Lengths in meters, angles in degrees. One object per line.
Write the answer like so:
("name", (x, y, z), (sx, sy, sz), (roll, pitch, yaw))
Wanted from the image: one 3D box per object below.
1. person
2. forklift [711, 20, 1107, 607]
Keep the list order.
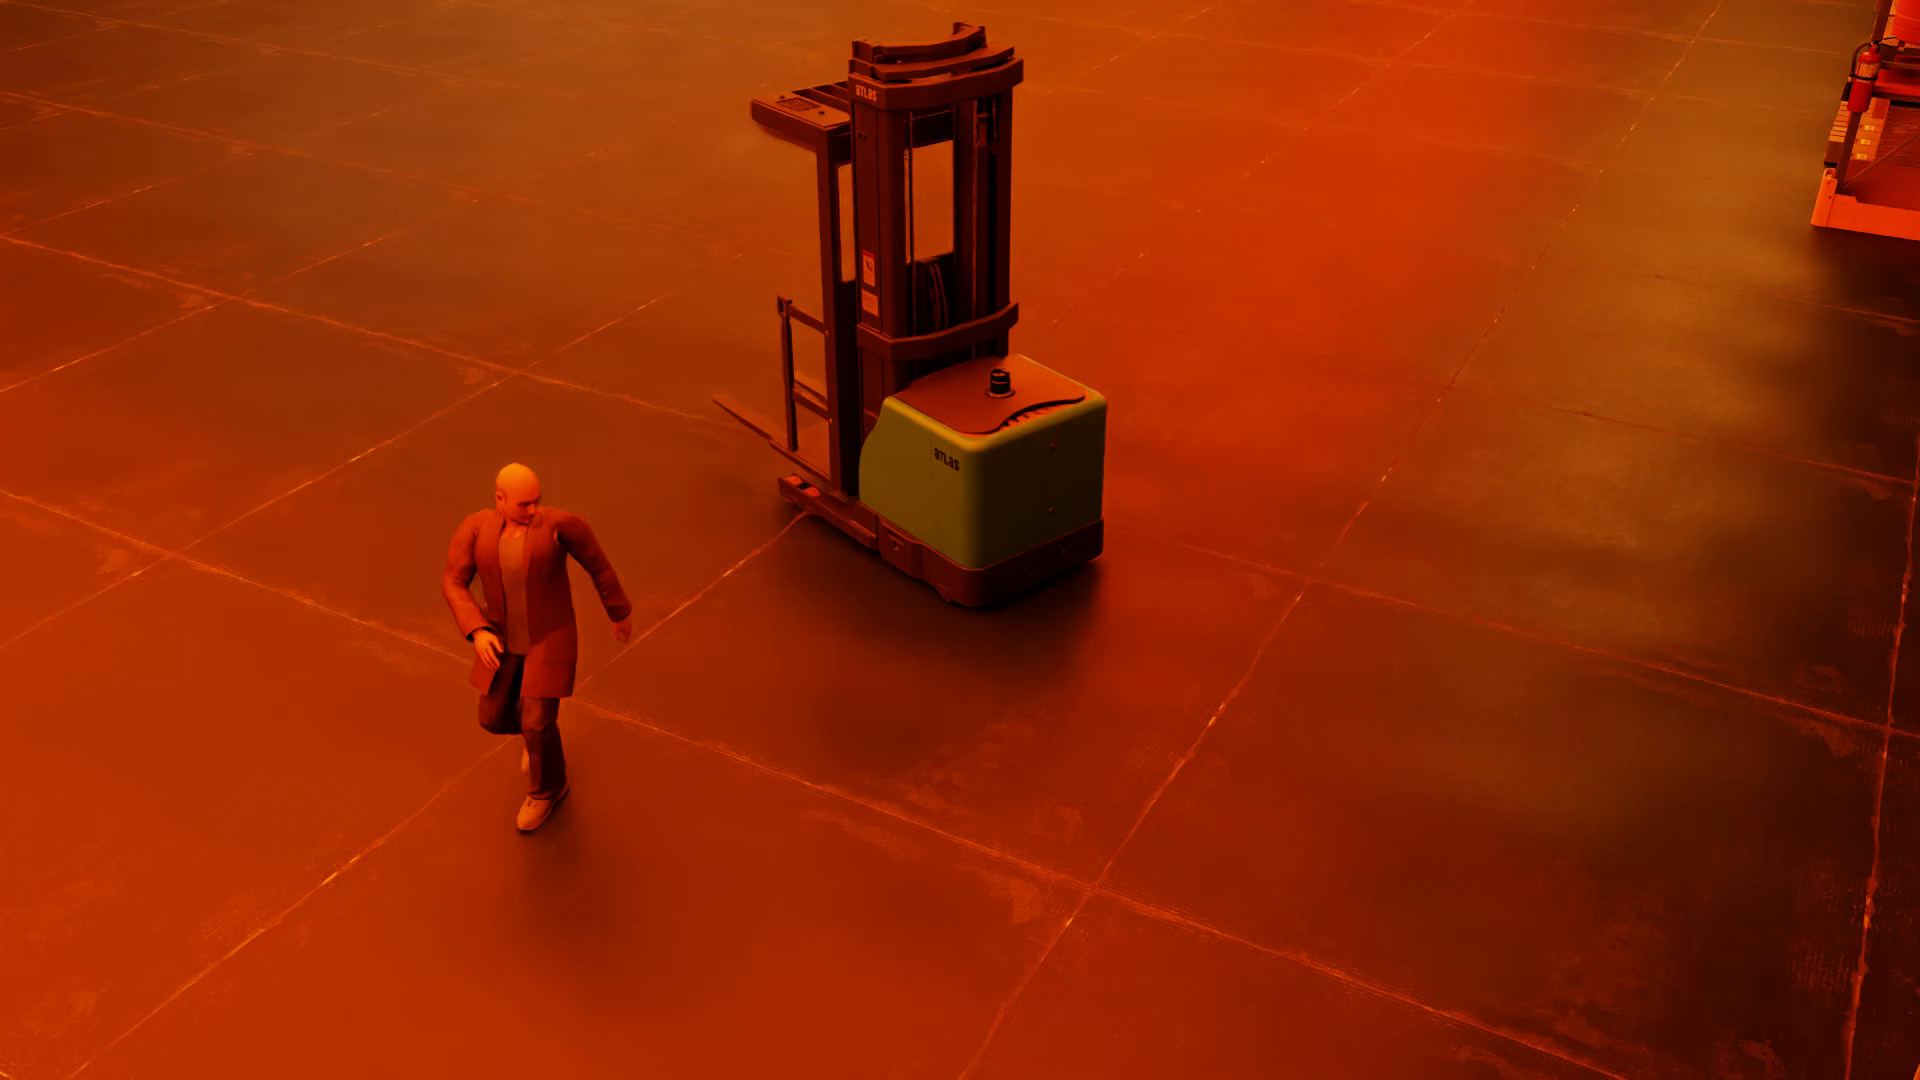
("person", (-1.914, 0.450, 7.517), (0.740, 1.720, 0.688), (7, 31, 11))
("forklift", (-0.476, -1.566, 9.783), (1.130, 2.935, 3.031), (-22, 37, -33))
